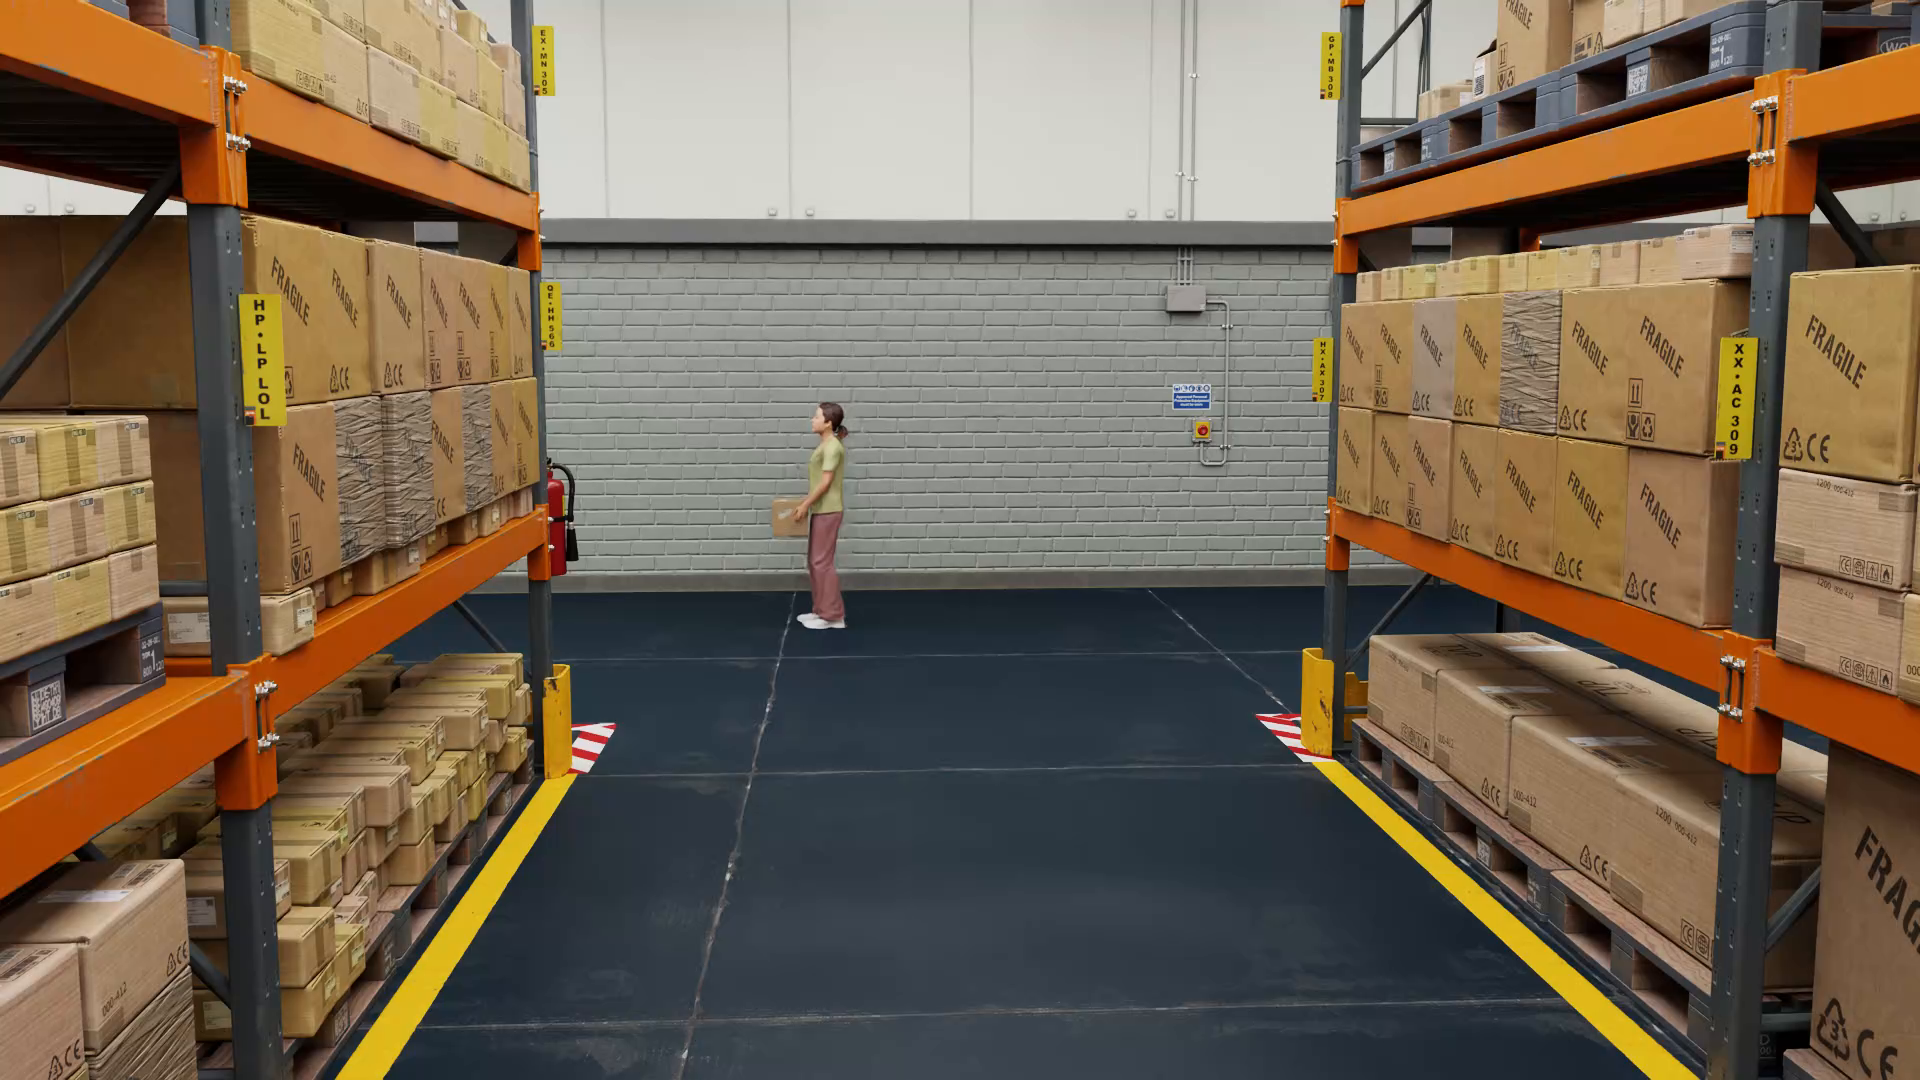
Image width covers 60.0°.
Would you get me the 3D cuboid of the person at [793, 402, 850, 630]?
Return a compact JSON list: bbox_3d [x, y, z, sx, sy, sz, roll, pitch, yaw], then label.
[{"bbox_3d":[-1.016,-0.181,12.262,0.422,1.671,0.498,0,7,-3],"label":"person"}]
